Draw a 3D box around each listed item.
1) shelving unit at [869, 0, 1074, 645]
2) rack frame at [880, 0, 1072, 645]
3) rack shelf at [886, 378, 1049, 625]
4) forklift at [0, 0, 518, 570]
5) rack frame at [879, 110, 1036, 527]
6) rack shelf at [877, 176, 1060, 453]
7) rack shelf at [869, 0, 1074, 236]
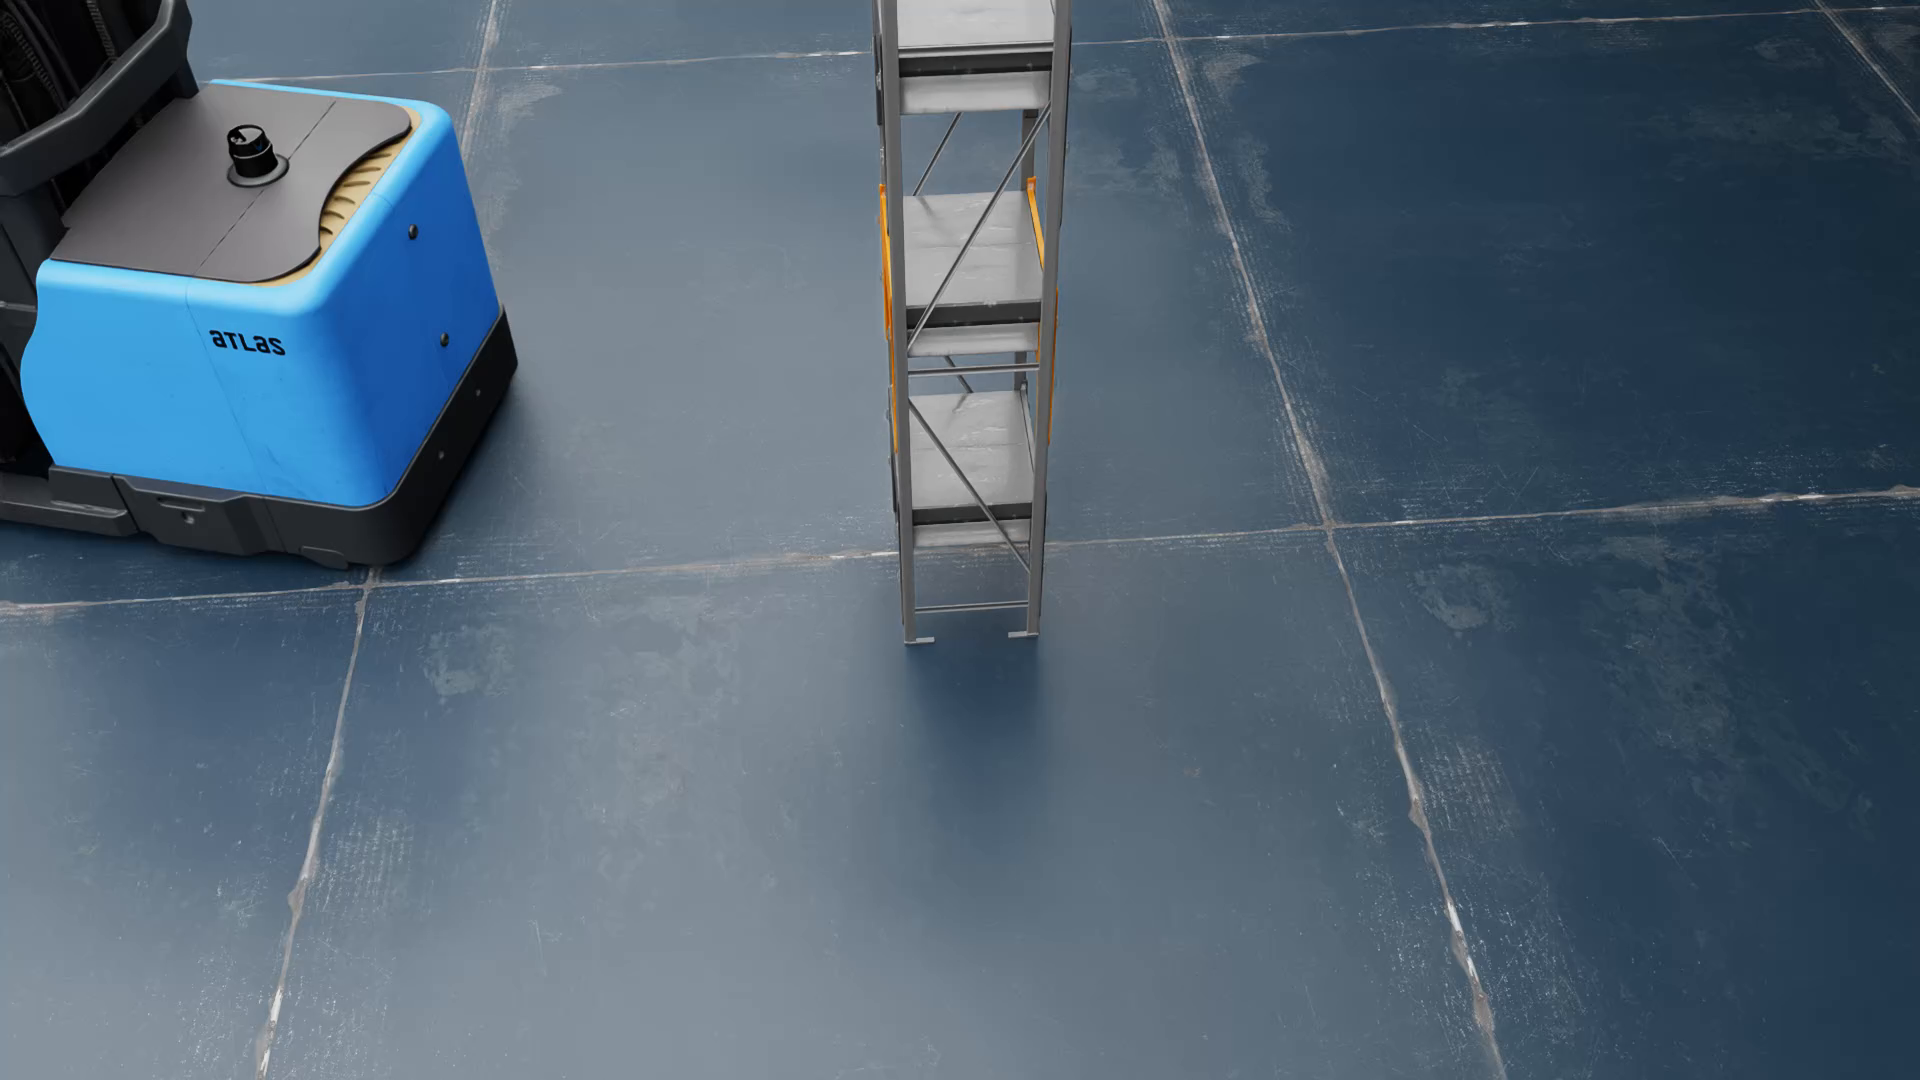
[{"bbox_3d":[0.014,-0.602,4.374,0.431,2.100,0.503,-3,47,-3],"label":"shelving unit"},{"bbox_3d":[0.034,-0.426,4.207,0.400,2.100,0.015,-3,47,-3],"label":"rack frame"},{"bbox_3d":[0.014,-0.112,4.892,0.431,0.518,0.480,-3,47,-3],"label":"rack shelf"},{"bbox_3d":[-3.089,-1.446,4.601,3.031,2.935,1.130,8,47,7],"label":"forklift"},{"bbox_3d":[-0.007,-0.779,4.541,0.400,2.100,0.015,-3,47,-3],"label":"rack frame"},{"bbox_3d":[0.014,-0.593,4.384,0.431,0.518,0.480,-3,47,-3],"label":"rack shelf"},{"bbox_3d":[0.014,-1.074,3.876,0.431,0.518,0.480,-3,47,-3],"label":"rack shelf"}]
